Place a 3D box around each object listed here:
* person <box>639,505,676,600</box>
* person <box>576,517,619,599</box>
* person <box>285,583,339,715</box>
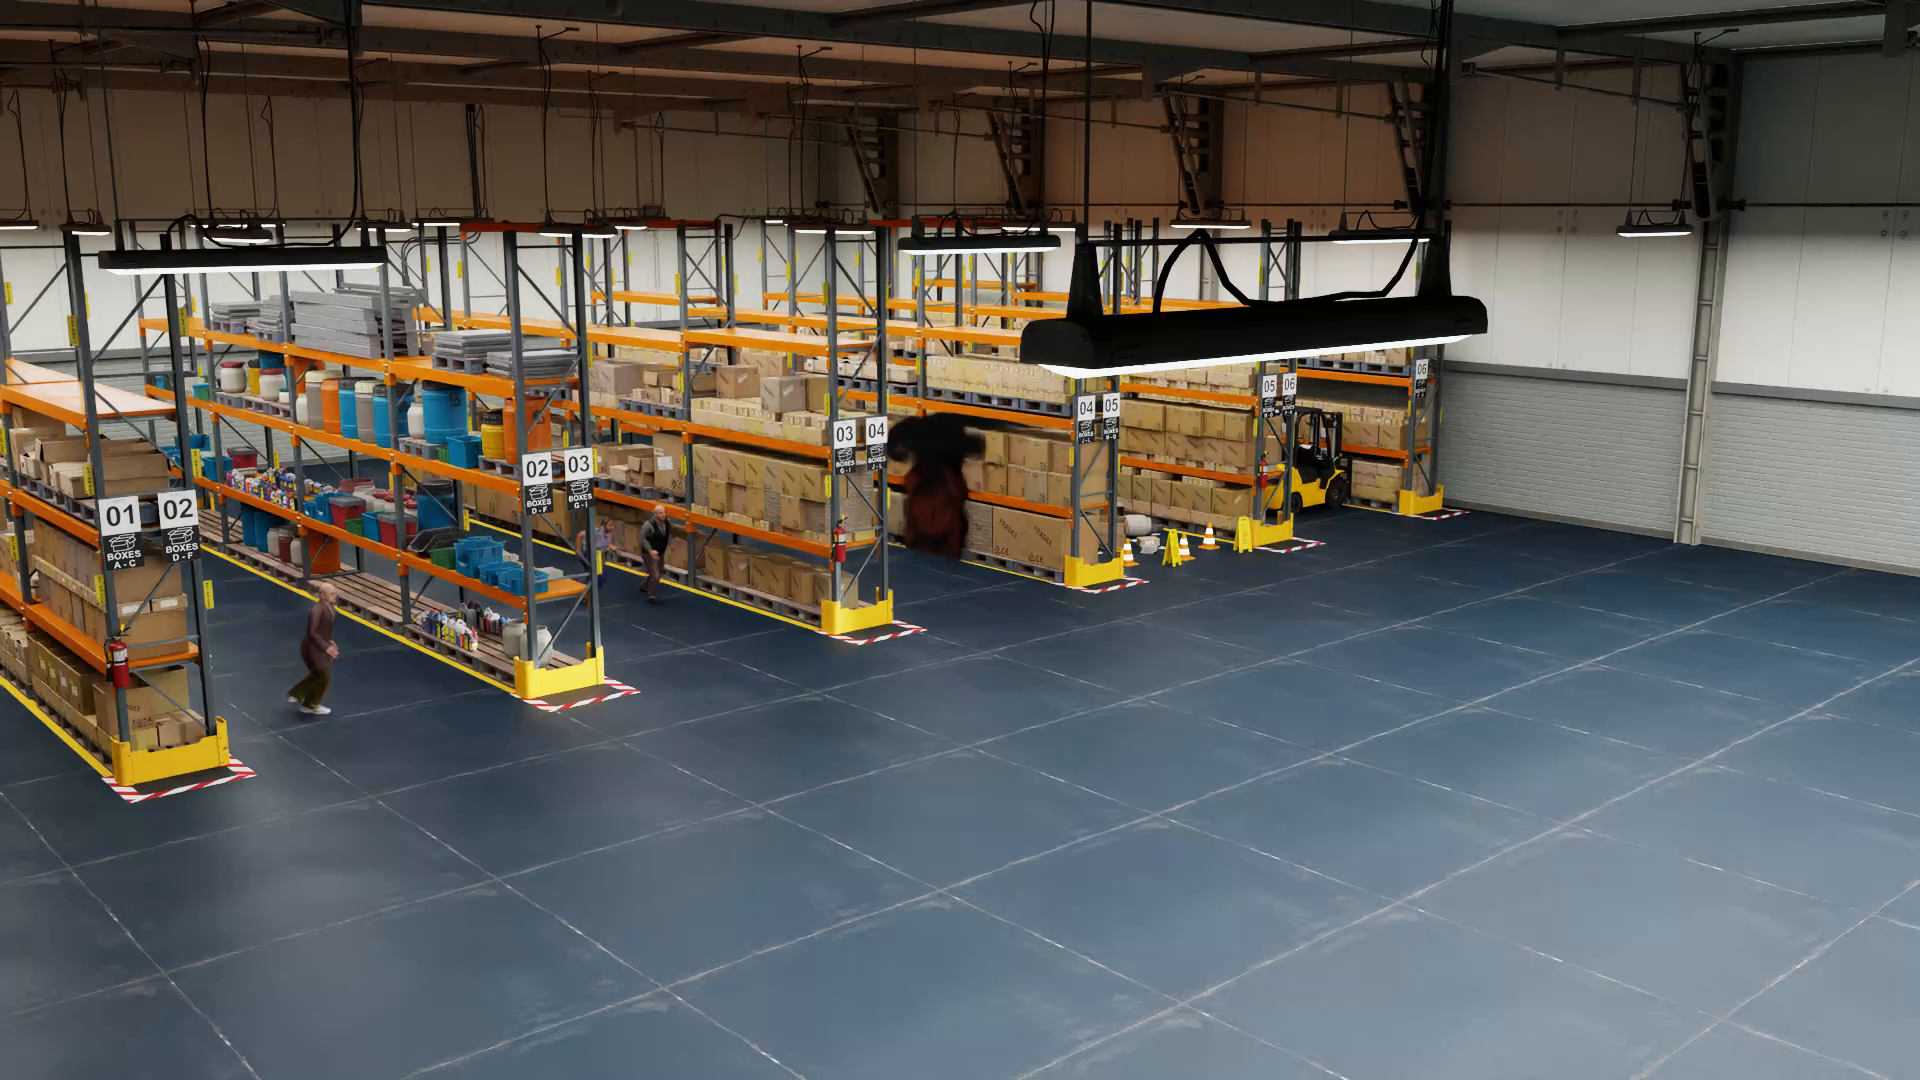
[{"bbox_3d":[-4.958,0.184,26.707,0.786,1.574,0.632,7,13,31],"label":"person"},{"bbox_3d":[-5.795,0.311,26.466,0.792,1.412,0.642,7,13,30],"label":"person"},{"bbox_3d":[-8.128,1.375,20.799,0.778,1.712,0.678,-2,12,-9],"label":"person"}]
